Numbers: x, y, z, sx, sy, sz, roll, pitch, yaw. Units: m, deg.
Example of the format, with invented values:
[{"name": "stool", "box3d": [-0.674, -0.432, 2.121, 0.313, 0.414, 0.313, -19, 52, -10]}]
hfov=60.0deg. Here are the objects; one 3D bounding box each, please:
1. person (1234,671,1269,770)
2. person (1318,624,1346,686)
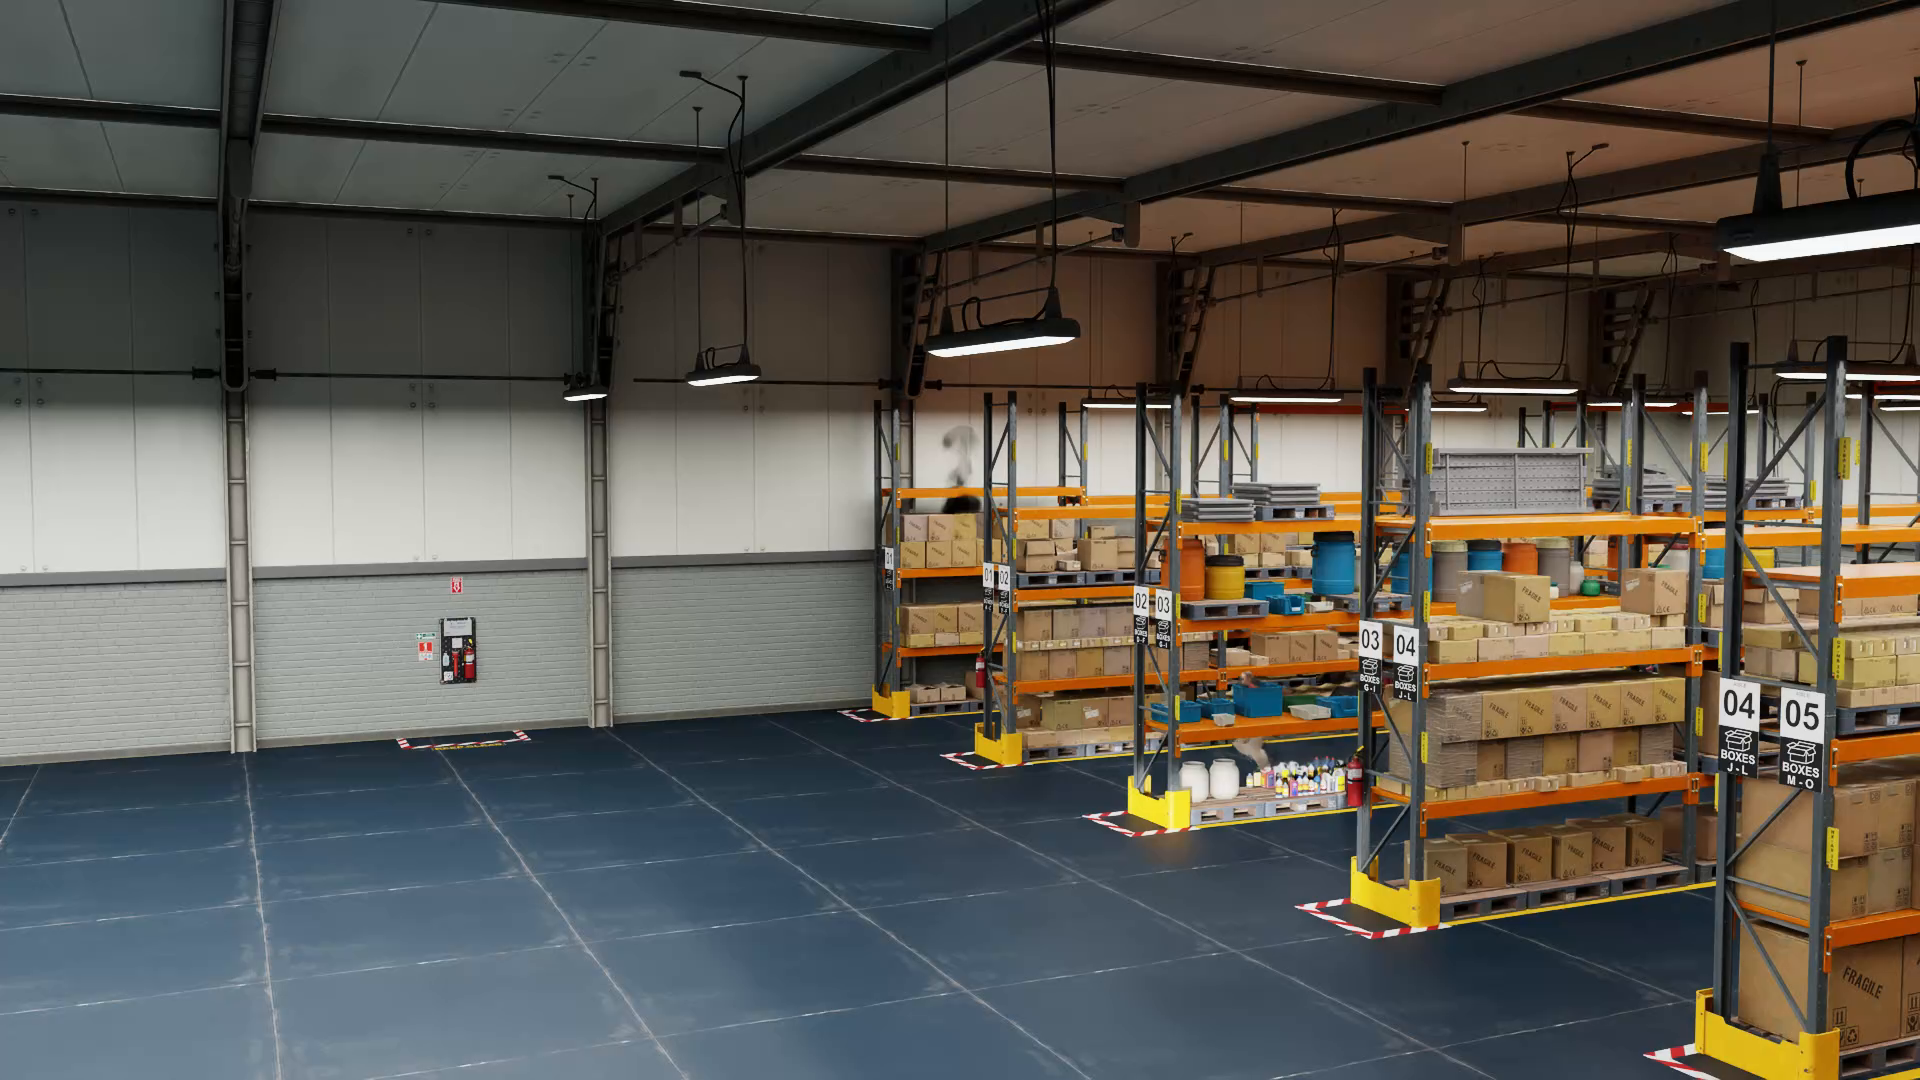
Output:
[{"name": "person", "box3d": [4.465, 2.834, 25.528, 0.698, 1.662, 0.629, -1, 3, -16]}, {"name": "person", "box3d": [7.215, 2.422, 32.131, 0.780, 1.701, 0.665, -2, 4, -25]}]
